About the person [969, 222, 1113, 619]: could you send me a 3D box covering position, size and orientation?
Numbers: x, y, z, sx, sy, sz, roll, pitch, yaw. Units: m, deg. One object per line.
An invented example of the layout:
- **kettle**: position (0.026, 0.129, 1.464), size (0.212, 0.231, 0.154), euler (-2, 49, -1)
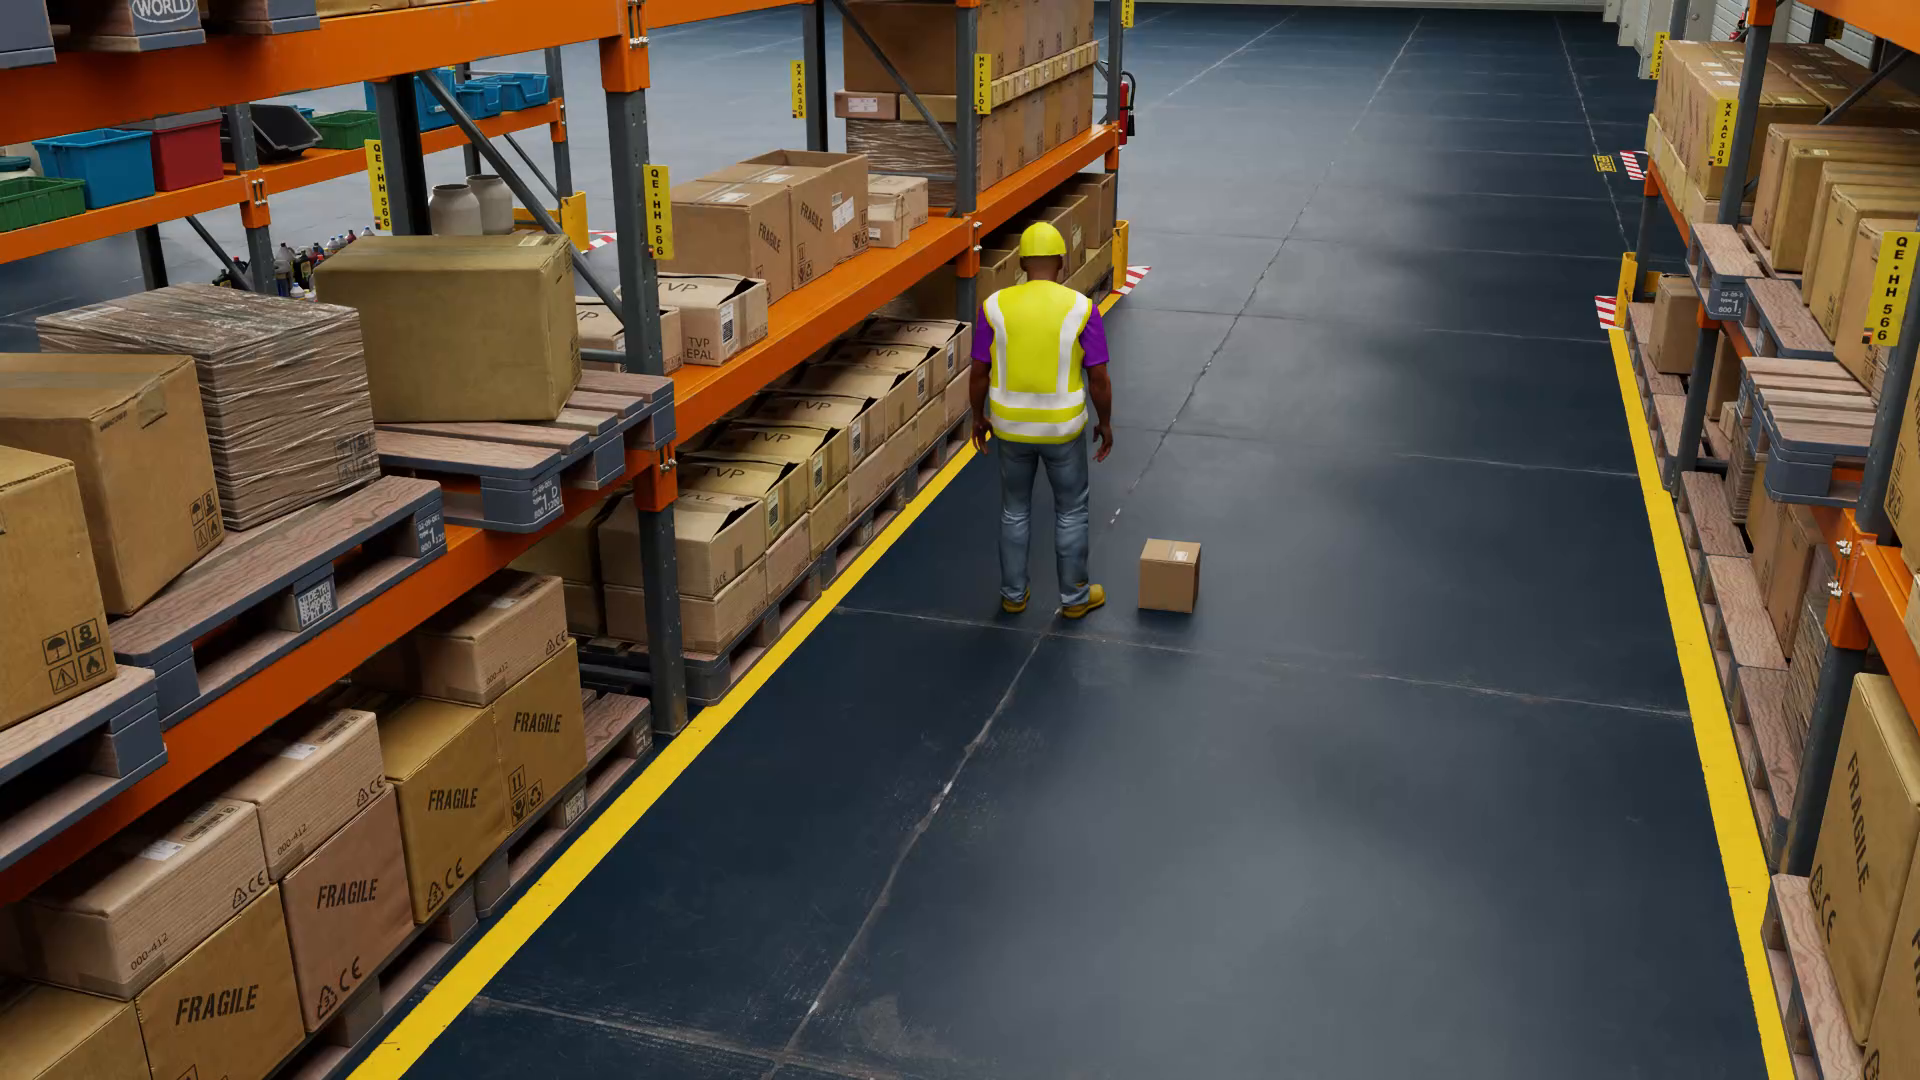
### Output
- **person**: position (0.359, -0.517, 7.355), size (0.635, 1.760, 0.455), euler (5, 22, 13)
